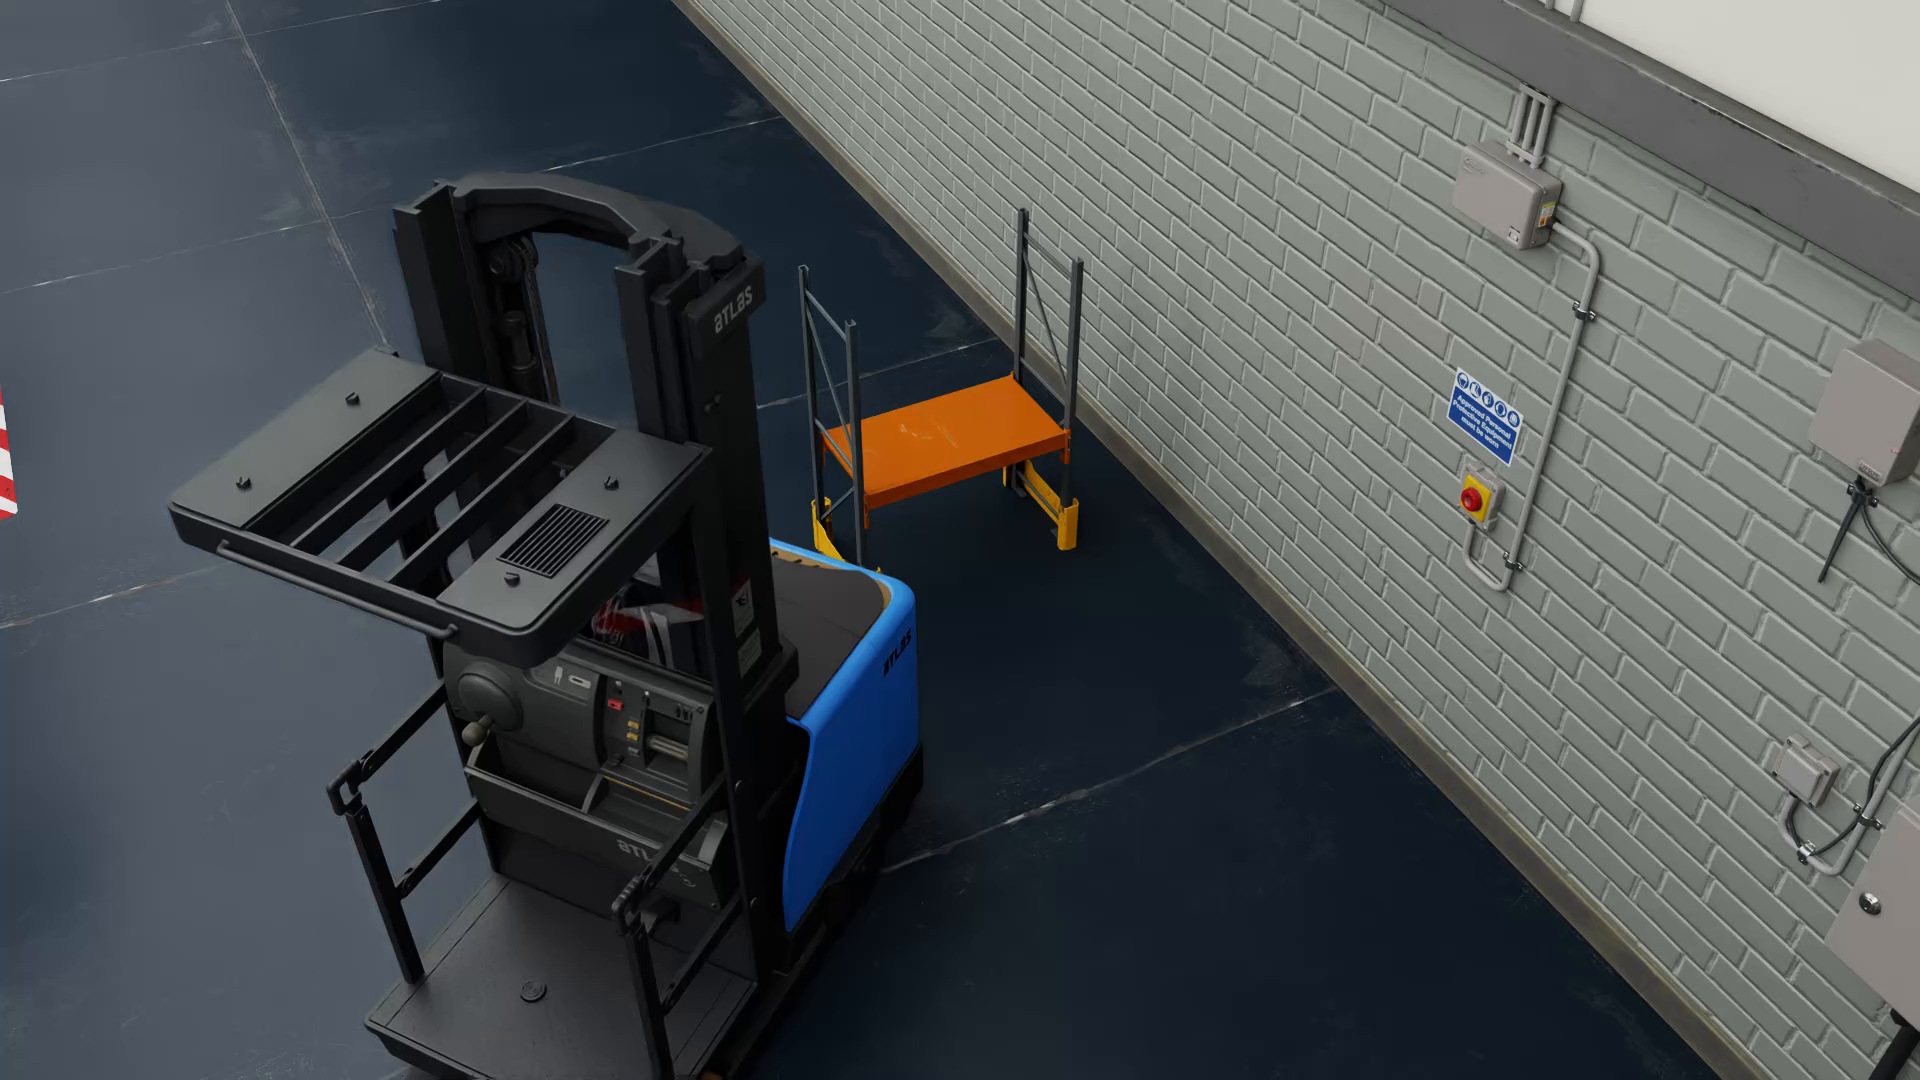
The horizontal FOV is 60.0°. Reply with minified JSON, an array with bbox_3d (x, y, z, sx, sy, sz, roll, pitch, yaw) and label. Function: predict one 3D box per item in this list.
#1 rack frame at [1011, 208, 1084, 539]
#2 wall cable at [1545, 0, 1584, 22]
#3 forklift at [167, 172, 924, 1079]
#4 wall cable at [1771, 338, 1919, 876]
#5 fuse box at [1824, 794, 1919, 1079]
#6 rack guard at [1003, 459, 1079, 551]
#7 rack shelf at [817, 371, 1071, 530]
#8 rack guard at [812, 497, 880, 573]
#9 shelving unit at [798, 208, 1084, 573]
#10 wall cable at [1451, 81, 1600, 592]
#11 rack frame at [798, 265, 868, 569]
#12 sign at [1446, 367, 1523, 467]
[{"bbox_3d":[0.375,-0.699,7.404,0.032,1.500,0.500,-19,44,-21],"label":"rack frame"},{"bbox_3d":[1.691,-2.727,3.996,0.029,3.000,0.463,-19,44,-21],"label":"wall cable"},{"bbox_3d":[-1.237,0.580,4.785,1.130,2.935,3.031,17,43,19],"label":"forklift"},{"bbox_3d":[2.431,0.147,4.457,0.122,1.984,0.588,-19,44,-21],"label":"wall cable"},{"bbox_3d":[2.607,1.464,4.685,0.414,1.711,0.539,-19,44,-21],"label":"fuse box"},{"bbox_3d":[0.374,-0.221,7.807,0.087,0.250,0.587,-19,44,-21],"label":"rack guard"},{"bbox_3d":[-0.076,-0.410,7.340,1.000,0.185,0.538,-19,44,-21],"label":"rack shelf"},{"bbox_3d":[-0.509,0.076,7.456,0.087,0.250,0.587,-19,44,-21],"label":"rack guard"},{"bbox_3d":[-0.068,-0.550,7.227,1.083,1.500,0.587,-19,44,-21],"label":"shelving unit"},{"bbox_3d":[1.766,-0.674,5.403,0.123,1.953,0.585,-19,44,-21],"label":"wall cable"},{"bbox_3d":[-0.527,-0.395,7.045,0.032,1.500,0.500,-19,44,-21],"label":"rack frame"},{"bbox_3d":[1.798,-0.424,5.709,0.001,0.218,0.327,-19,44,-21],"label":"sign"}]
